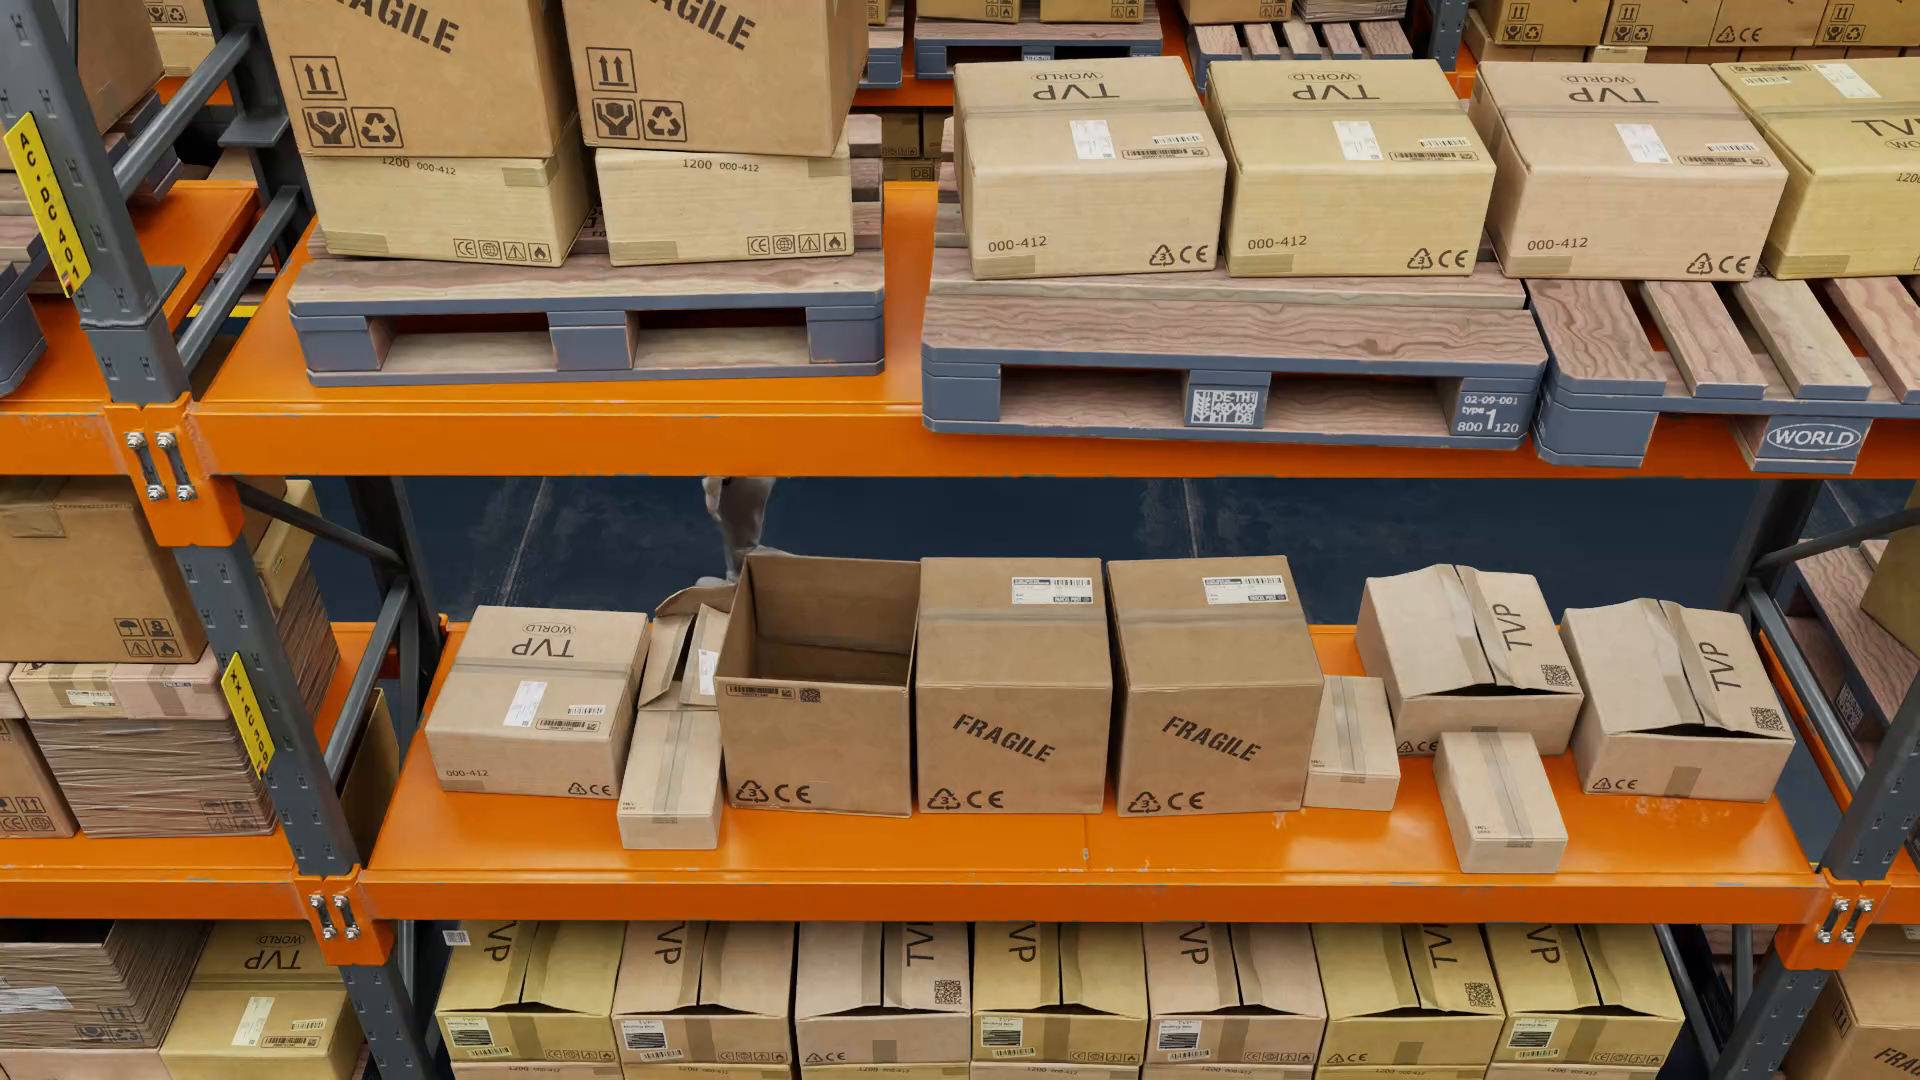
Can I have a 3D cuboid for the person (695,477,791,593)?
[{"bbox_3d":[-0.780,-0.293,6.468,0.807,1.653,0.494,14,42,17],"label":"person"}]
